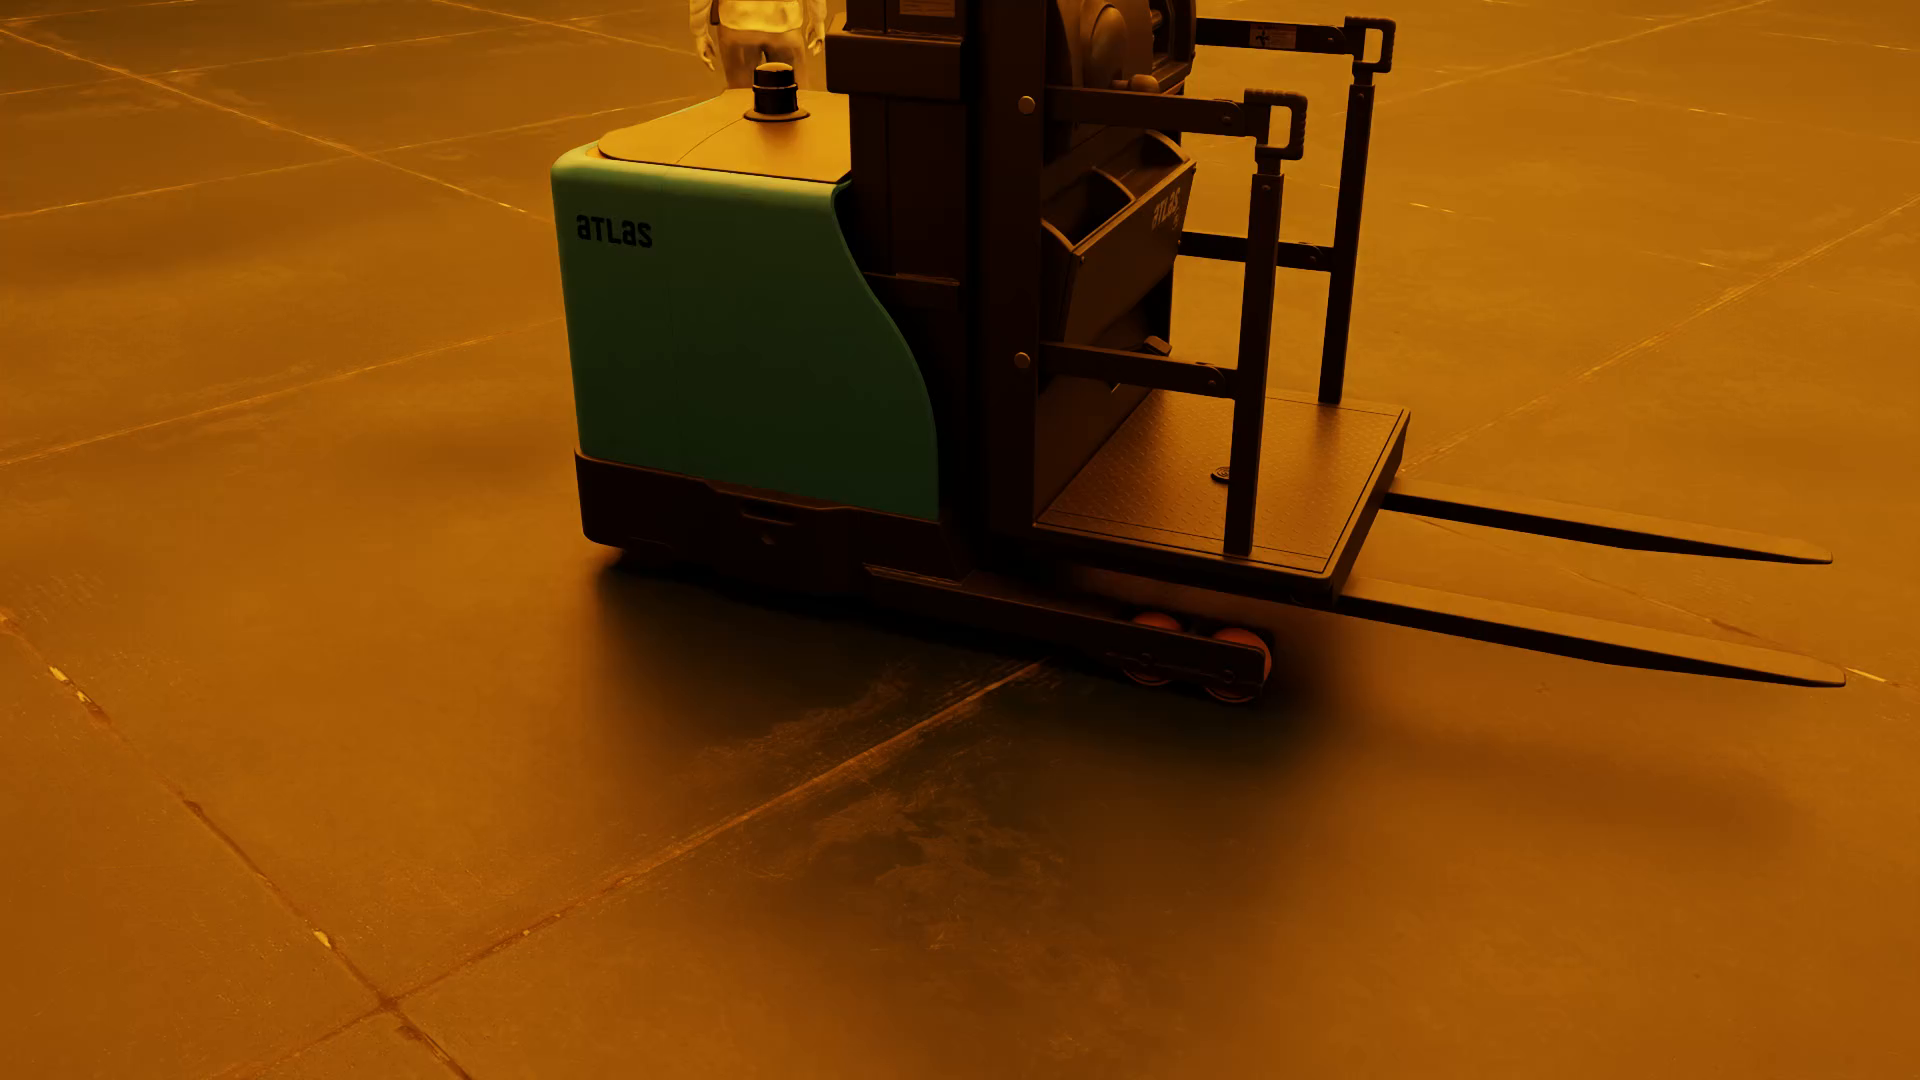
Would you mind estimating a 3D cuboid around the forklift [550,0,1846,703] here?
[{"bbox_3d":[0.560,-1.212,3.684,3.031,2.935,1.130,11,28,20],"label":"forklift"}]

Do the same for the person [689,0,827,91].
[{"bbox_3d":[-0.847,-2.149,6.986,0.581,1.697,0.529,-6,27,-12],"label":"person"}]
